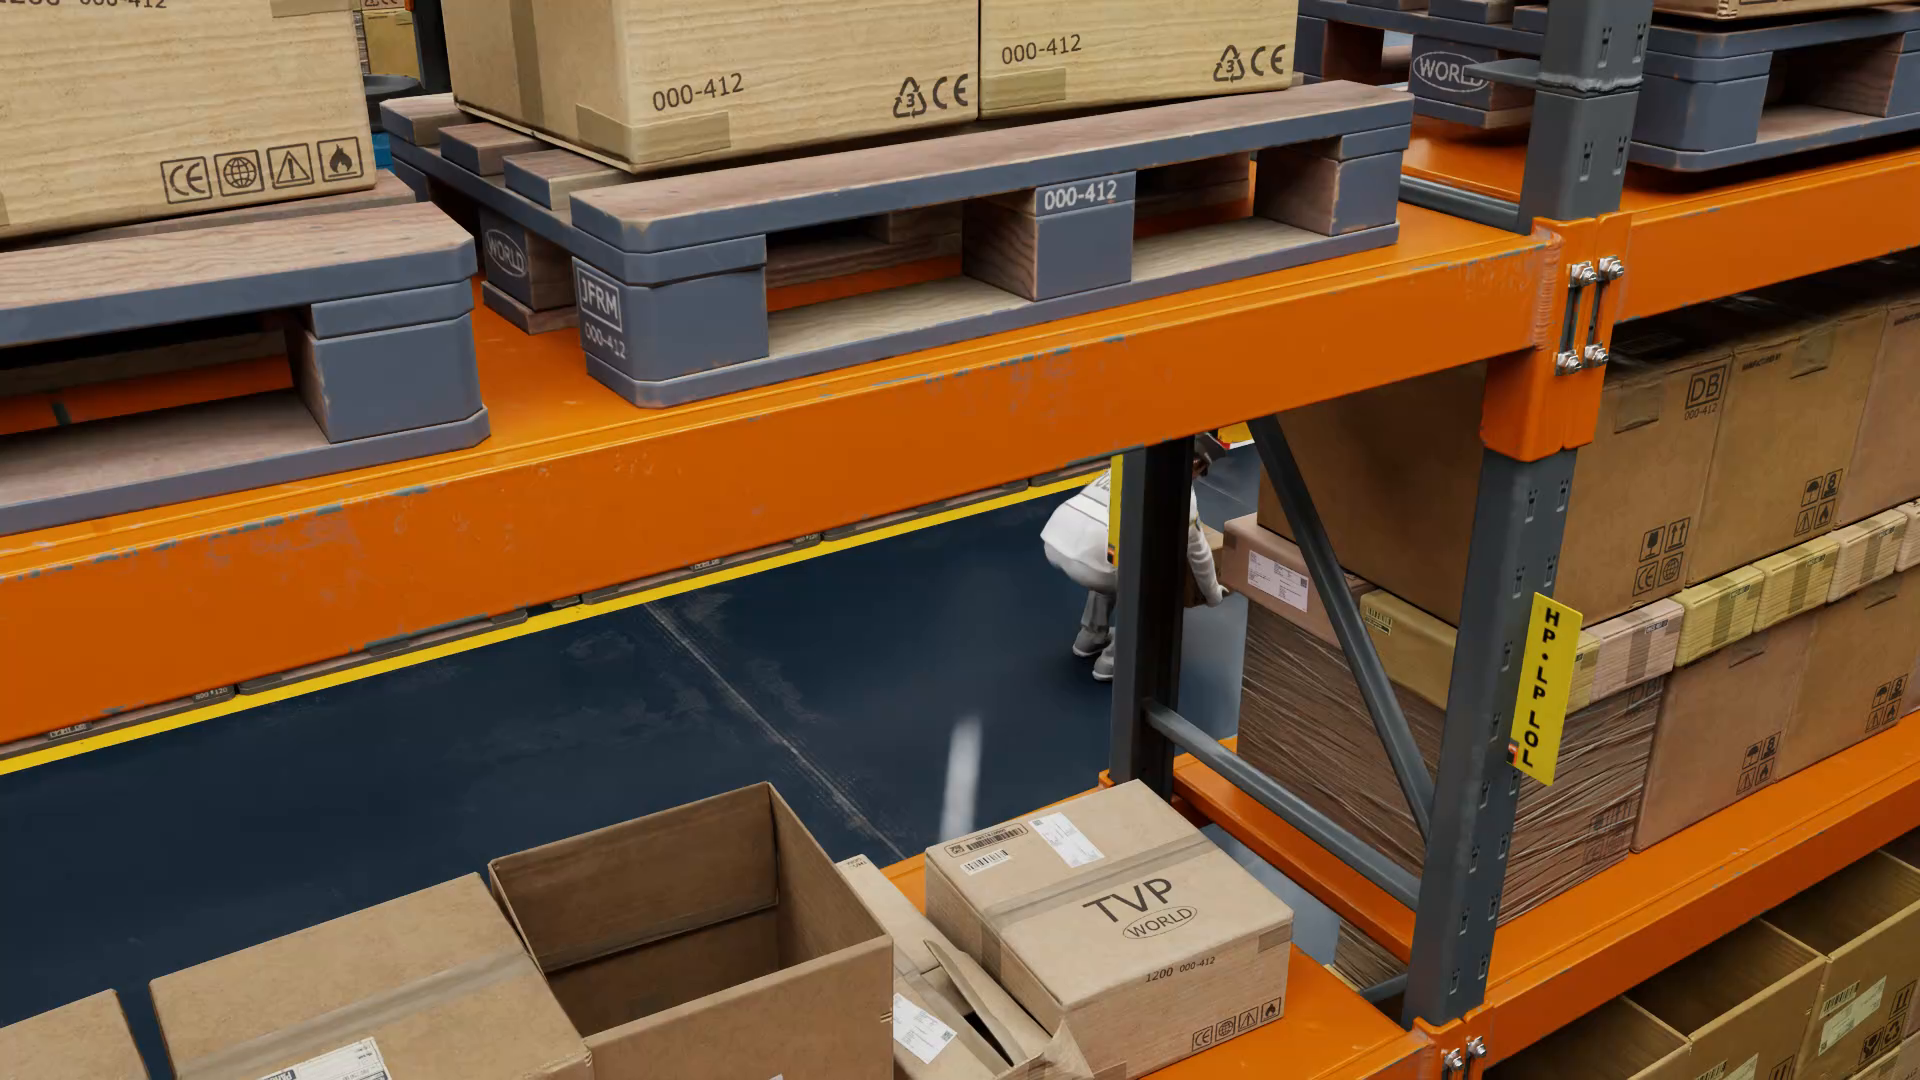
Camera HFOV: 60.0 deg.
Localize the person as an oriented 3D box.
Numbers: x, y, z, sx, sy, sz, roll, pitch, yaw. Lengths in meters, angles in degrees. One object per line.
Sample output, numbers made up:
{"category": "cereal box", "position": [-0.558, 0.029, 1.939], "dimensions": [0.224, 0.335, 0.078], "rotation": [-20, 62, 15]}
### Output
{"category": "person", "position": [0.733, 0.034, 6.845], "dimensions": [0.882, 0.983, 0.457], "rotation": [-17, 30, -31]}
